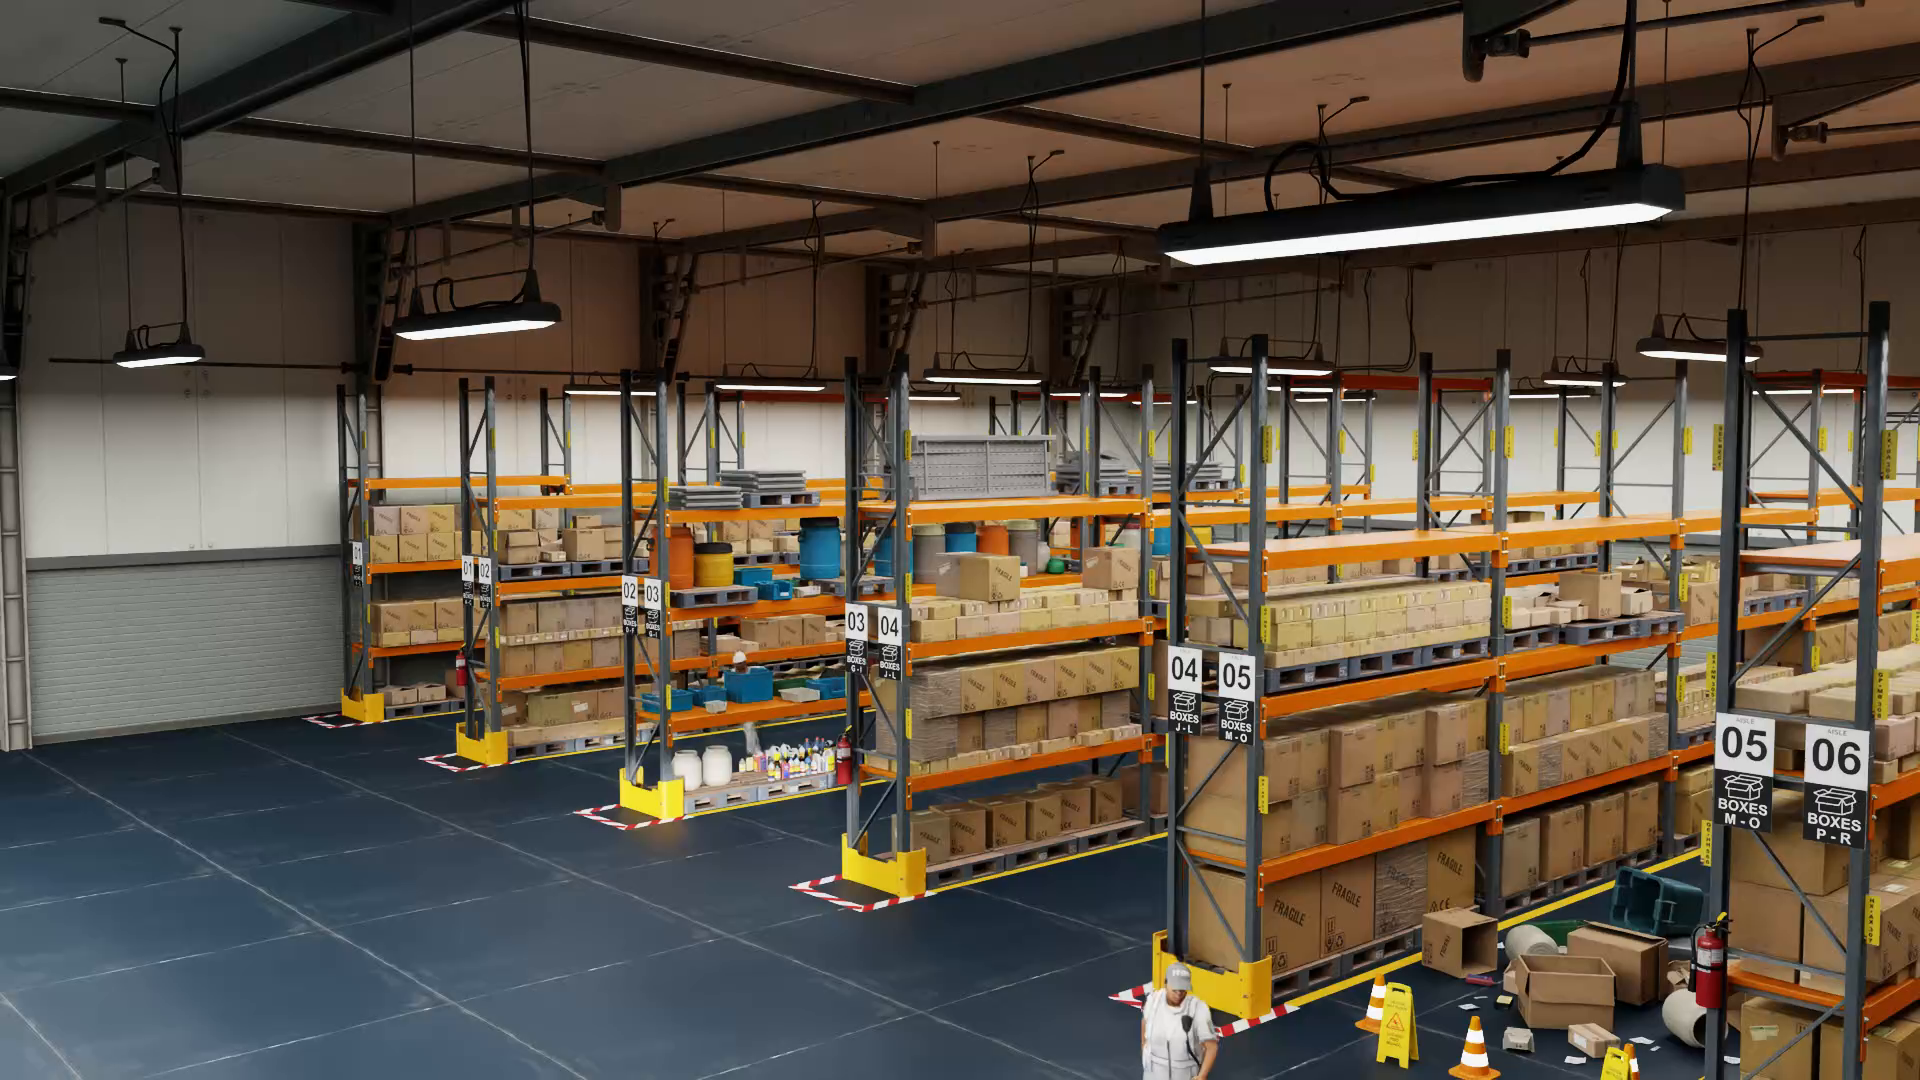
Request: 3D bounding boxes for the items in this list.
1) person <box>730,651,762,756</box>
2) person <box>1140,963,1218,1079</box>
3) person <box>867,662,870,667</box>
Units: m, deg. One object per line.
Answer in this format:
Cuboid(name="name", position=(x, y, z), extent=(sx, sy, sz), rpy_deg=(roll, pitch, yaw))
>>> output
Cuboid(name="person", position=(-3.355, 2.618, 26.076), extent=(0.622, 1.789, 0.833), rpy_deg=(2, 4, 23))
Cuboid(name="person", position=(1.454, 3.613, 11.189), extent=(0.581, 1.609, 0.787), rpy_deg=(1, 4, 15))
Cuboid(name="person", position=(-2.028, 2.112, 33.455), extent=(0.925, 1.658, 0.561), rpy_deg=(-3, 5, -40))
